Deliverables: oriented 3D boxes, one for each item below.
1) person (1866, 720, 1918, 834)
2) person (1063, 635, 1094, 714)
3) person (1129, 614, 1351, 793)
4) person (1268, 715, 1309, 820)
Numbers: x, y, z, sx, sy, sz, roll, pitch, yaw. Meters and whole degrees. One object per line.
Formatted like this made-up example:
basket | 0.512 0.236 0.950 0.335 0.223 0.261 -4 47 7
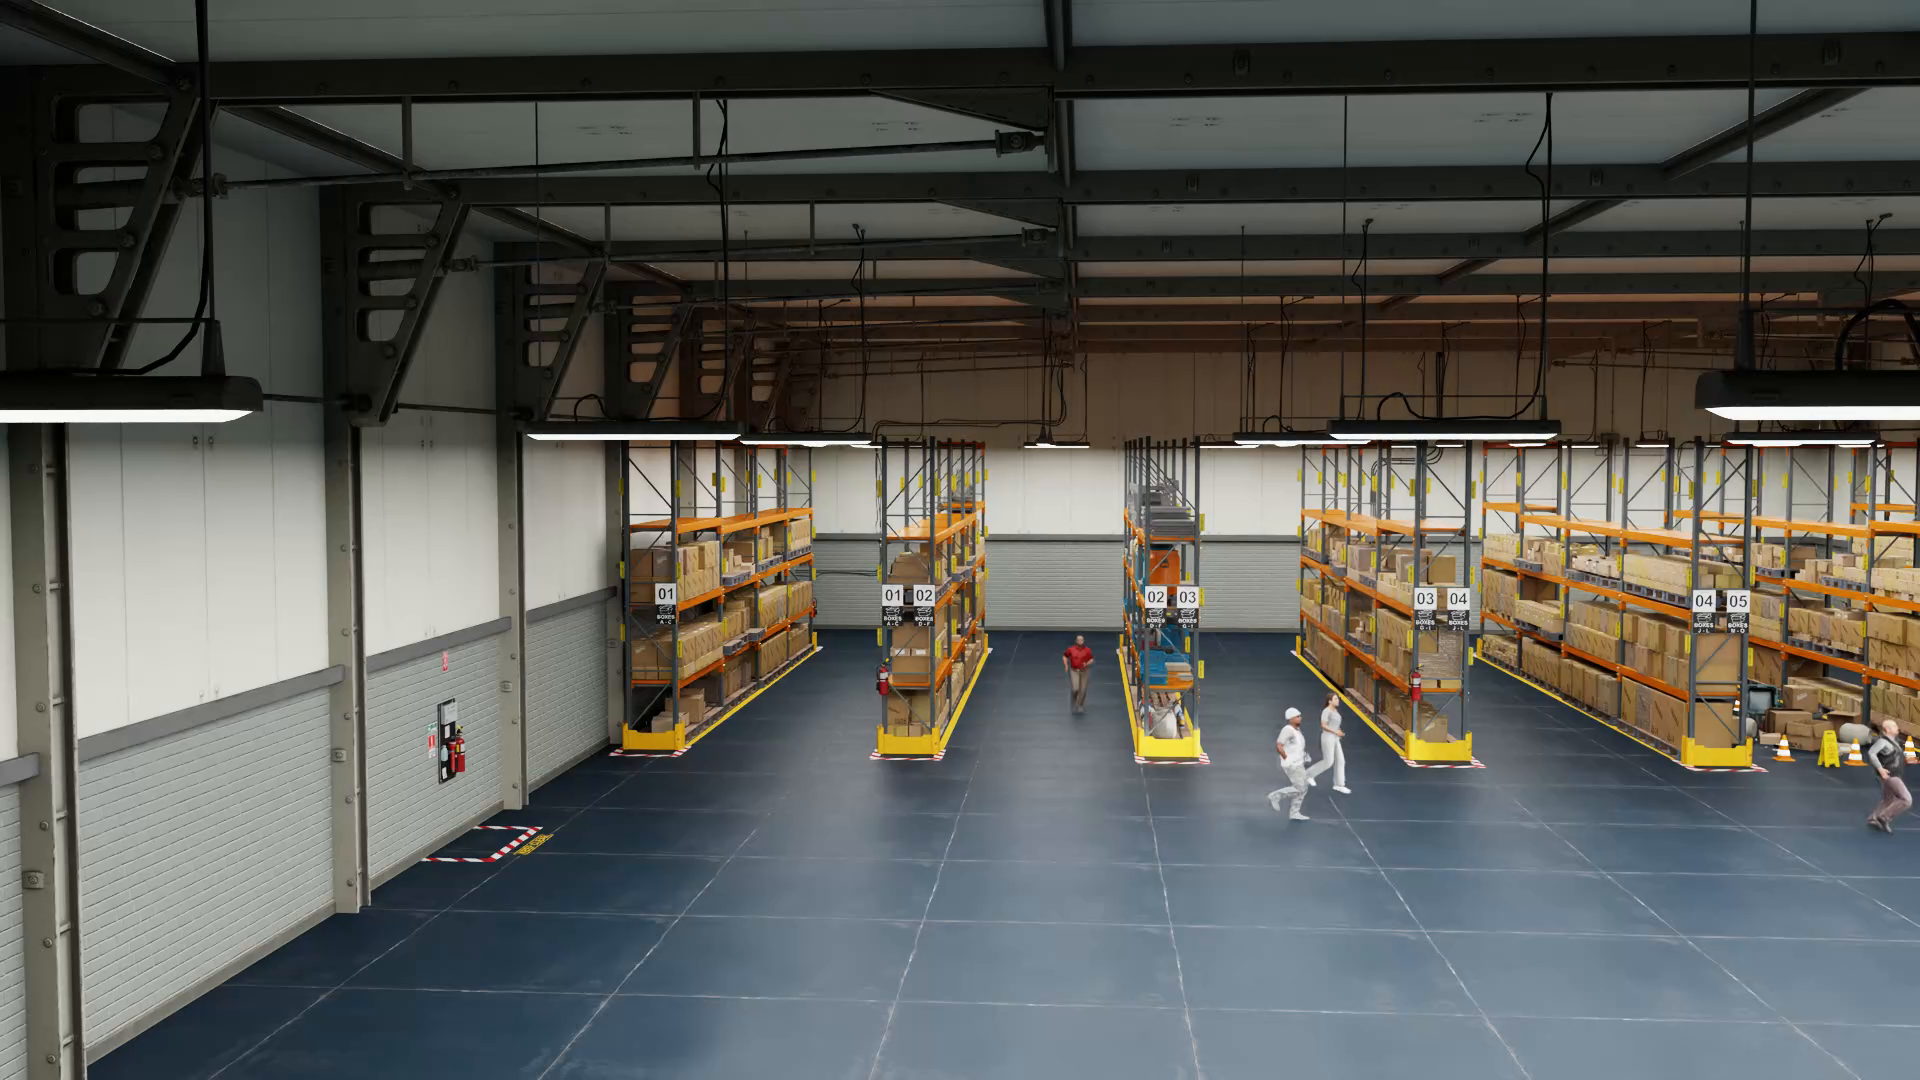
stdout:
person | 13.875 3.535 24.759 0.663 1.692 0.504 2 4 38
person | 2.601 2.934 36.196 0.646 1.719 0.677 0 3 -5
person | 5.385 3.009 35.252 10.312 1.678 11.627 2 4 34
person | 14.537 2.299 30.879 13.475 3.566 17.797 1 3 25
